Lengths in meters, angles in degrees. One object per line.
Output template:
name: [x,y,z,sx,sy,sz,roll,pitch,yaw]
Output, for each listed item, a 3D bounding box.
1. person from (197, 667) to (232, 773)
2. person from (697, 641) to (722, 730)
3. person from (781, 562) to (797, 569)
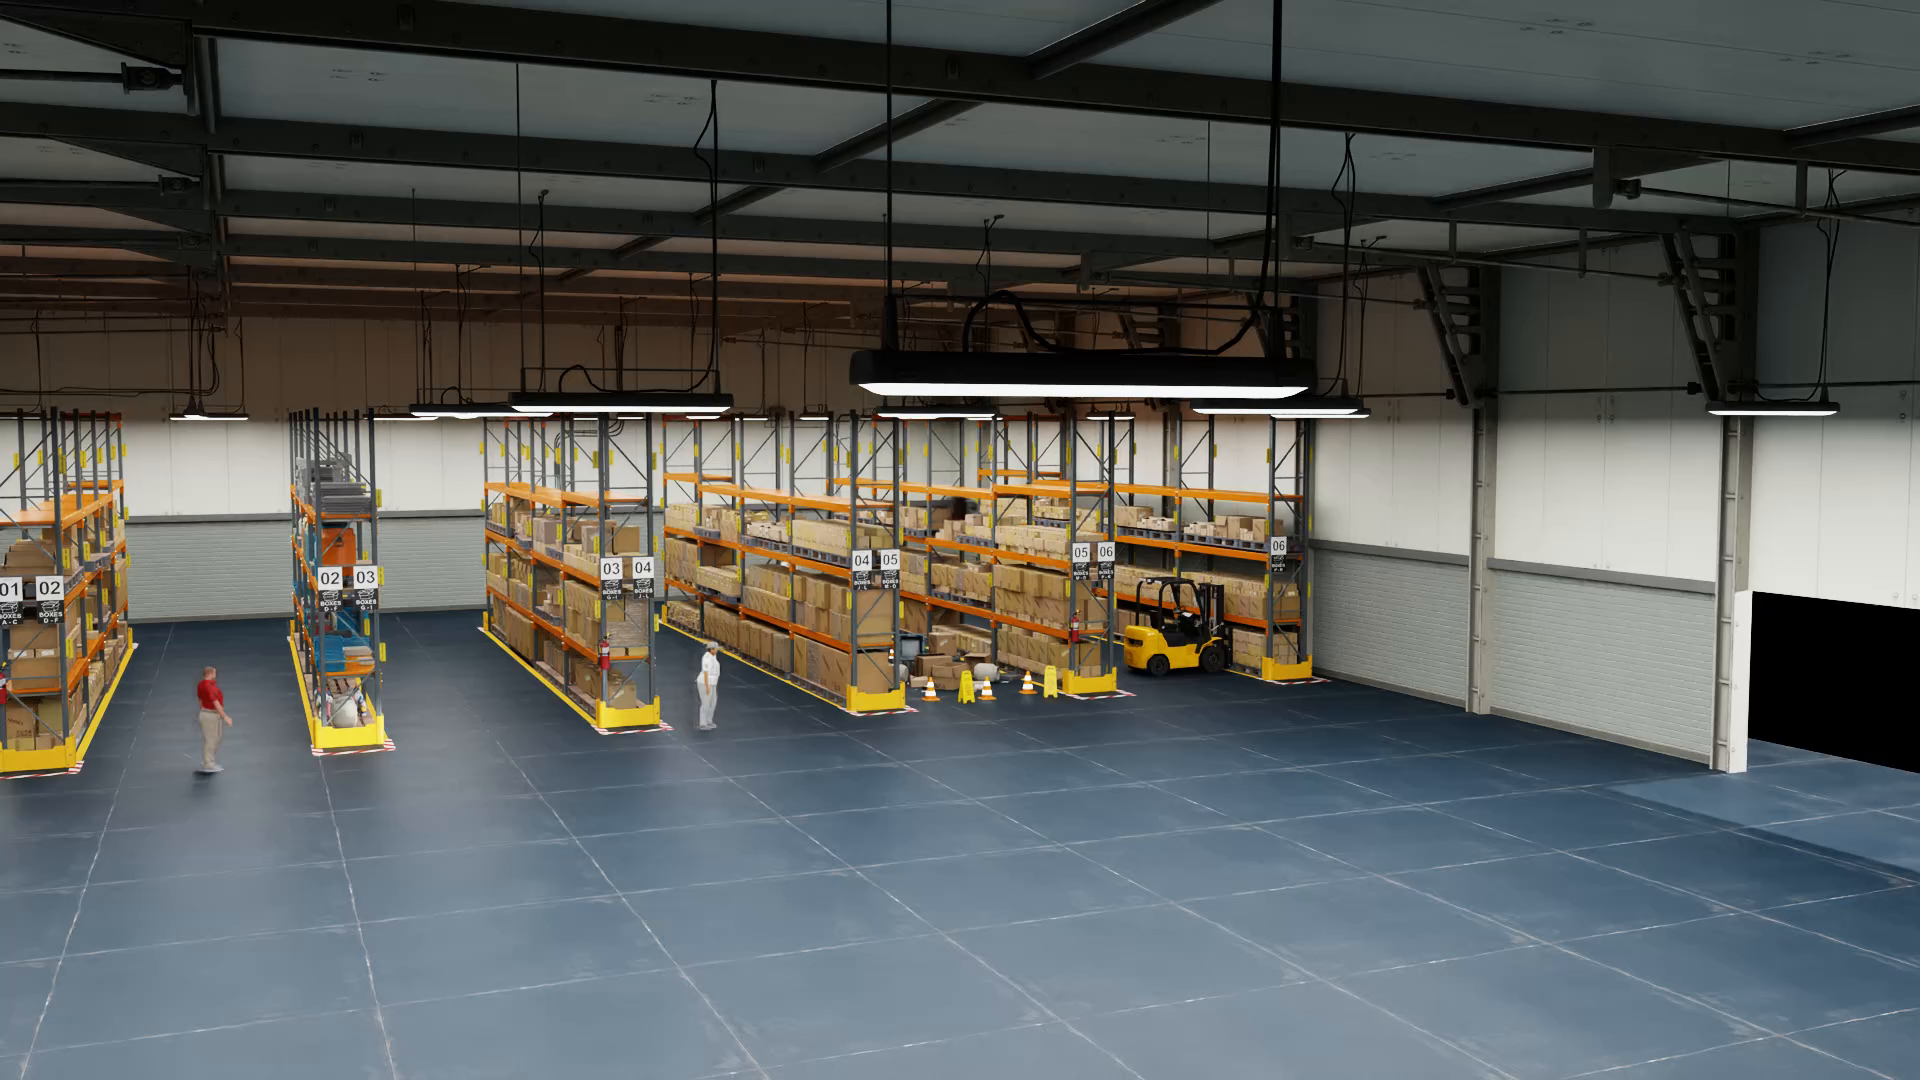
person: [-12.285,2.955,27.435,0.561,1.769,0.649,-1,4,-15]
person: [-4.692,2.721,31.176,0.477,1.675,0.514,1,4,9]
person: [-5.233,1.293,50.569,0.615,1.790,0.428,0,4,6]
